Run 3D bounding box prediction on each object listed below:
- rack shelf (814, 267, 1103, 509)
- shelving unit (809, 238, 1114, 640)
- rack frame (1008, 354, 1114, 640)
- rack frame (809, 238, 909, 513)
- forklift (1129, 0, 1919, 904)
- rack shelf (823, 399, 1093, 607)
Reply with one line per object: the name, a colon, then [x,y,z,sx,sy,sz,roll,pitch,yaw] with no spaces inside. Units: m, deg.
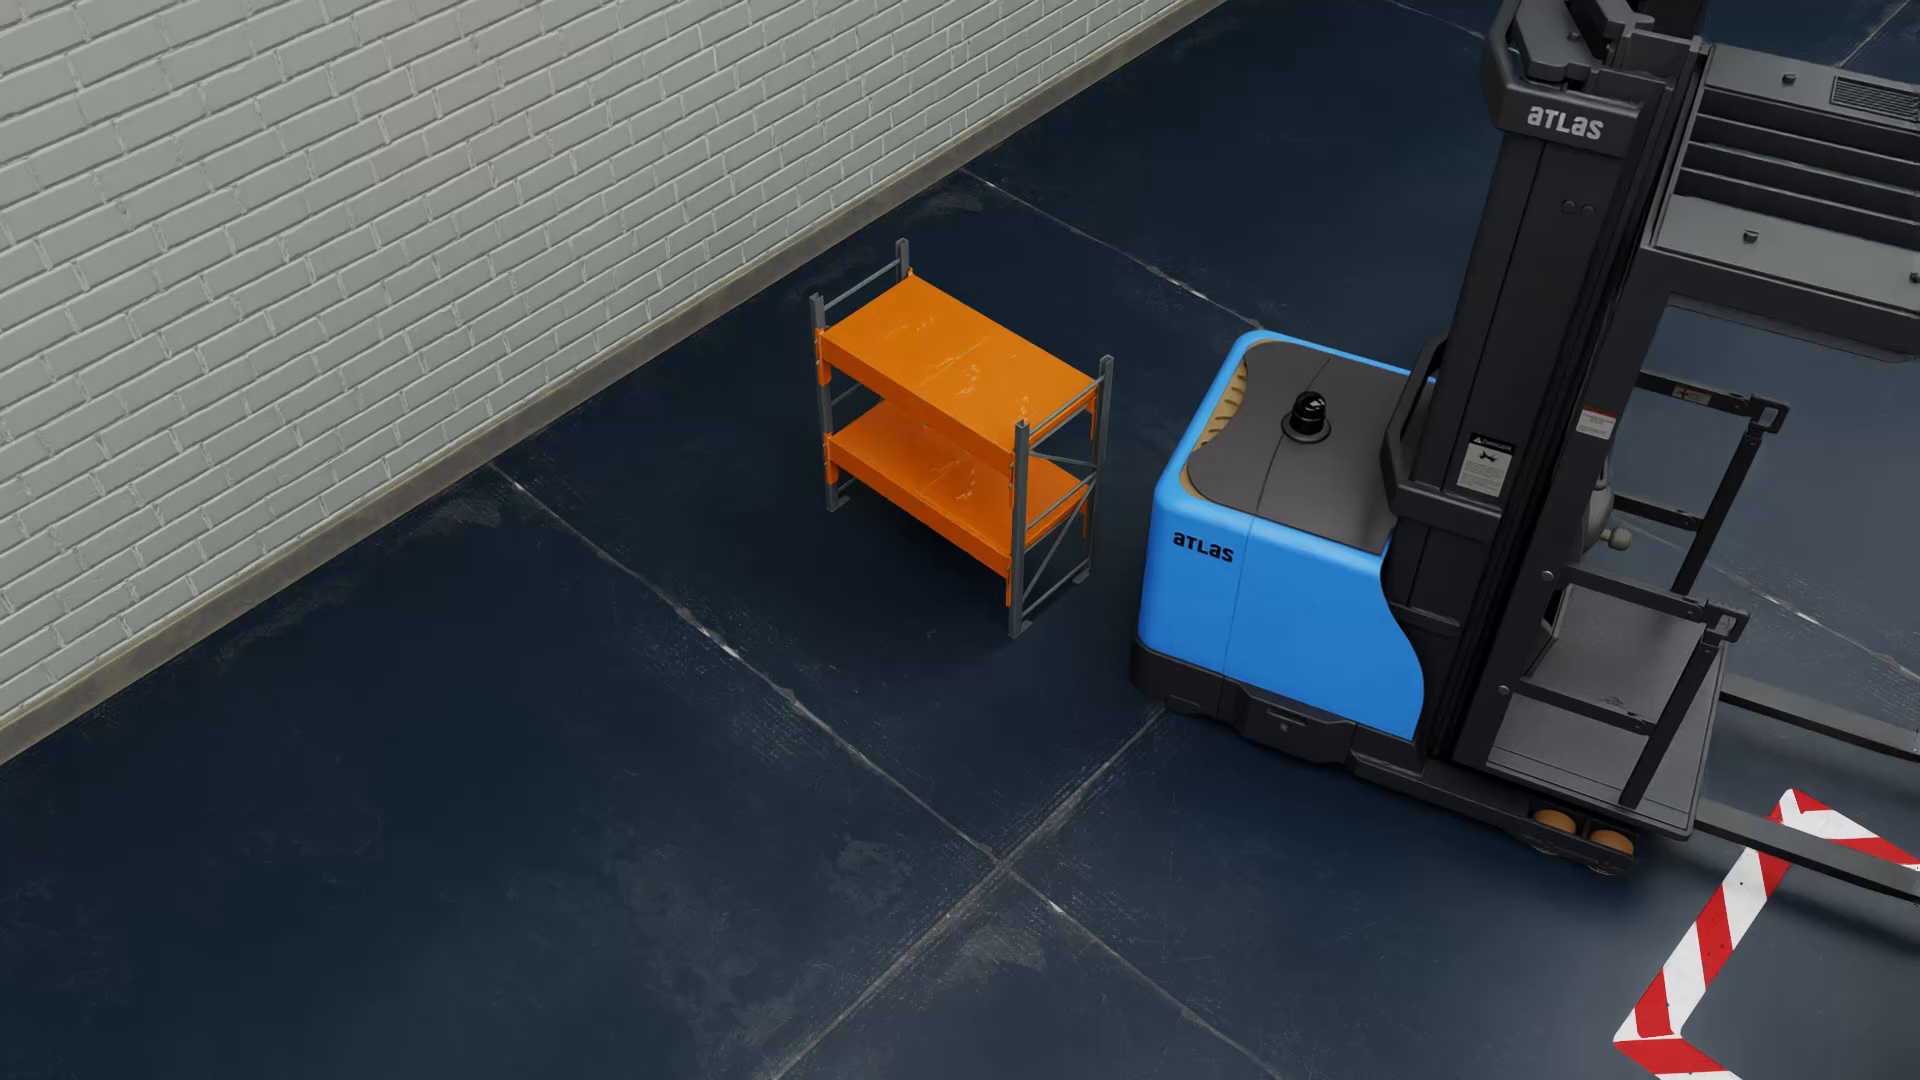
rack shelf: [-0.005,-0.589,6.238,1.000,0.278,0.538,34,55,28]
shelving unit: [-0.005,-0.388,6.452,1.048,1.125,0.538,34,55,28]
rack frame: [0.369,-0.137,6.216,0.032,1.125,0.500,34,55,28]
rack frame: [-0.379,-0.640,6.688,0.032,1.125,0.500,34,55,28]
forklift: [2.196,-0.288,5.118,3.031,2.935,1.130,19,50,17]
rack shelf: [-0.005,-0.221,6.630,1.000,0.278,0.538,34,55,28]
